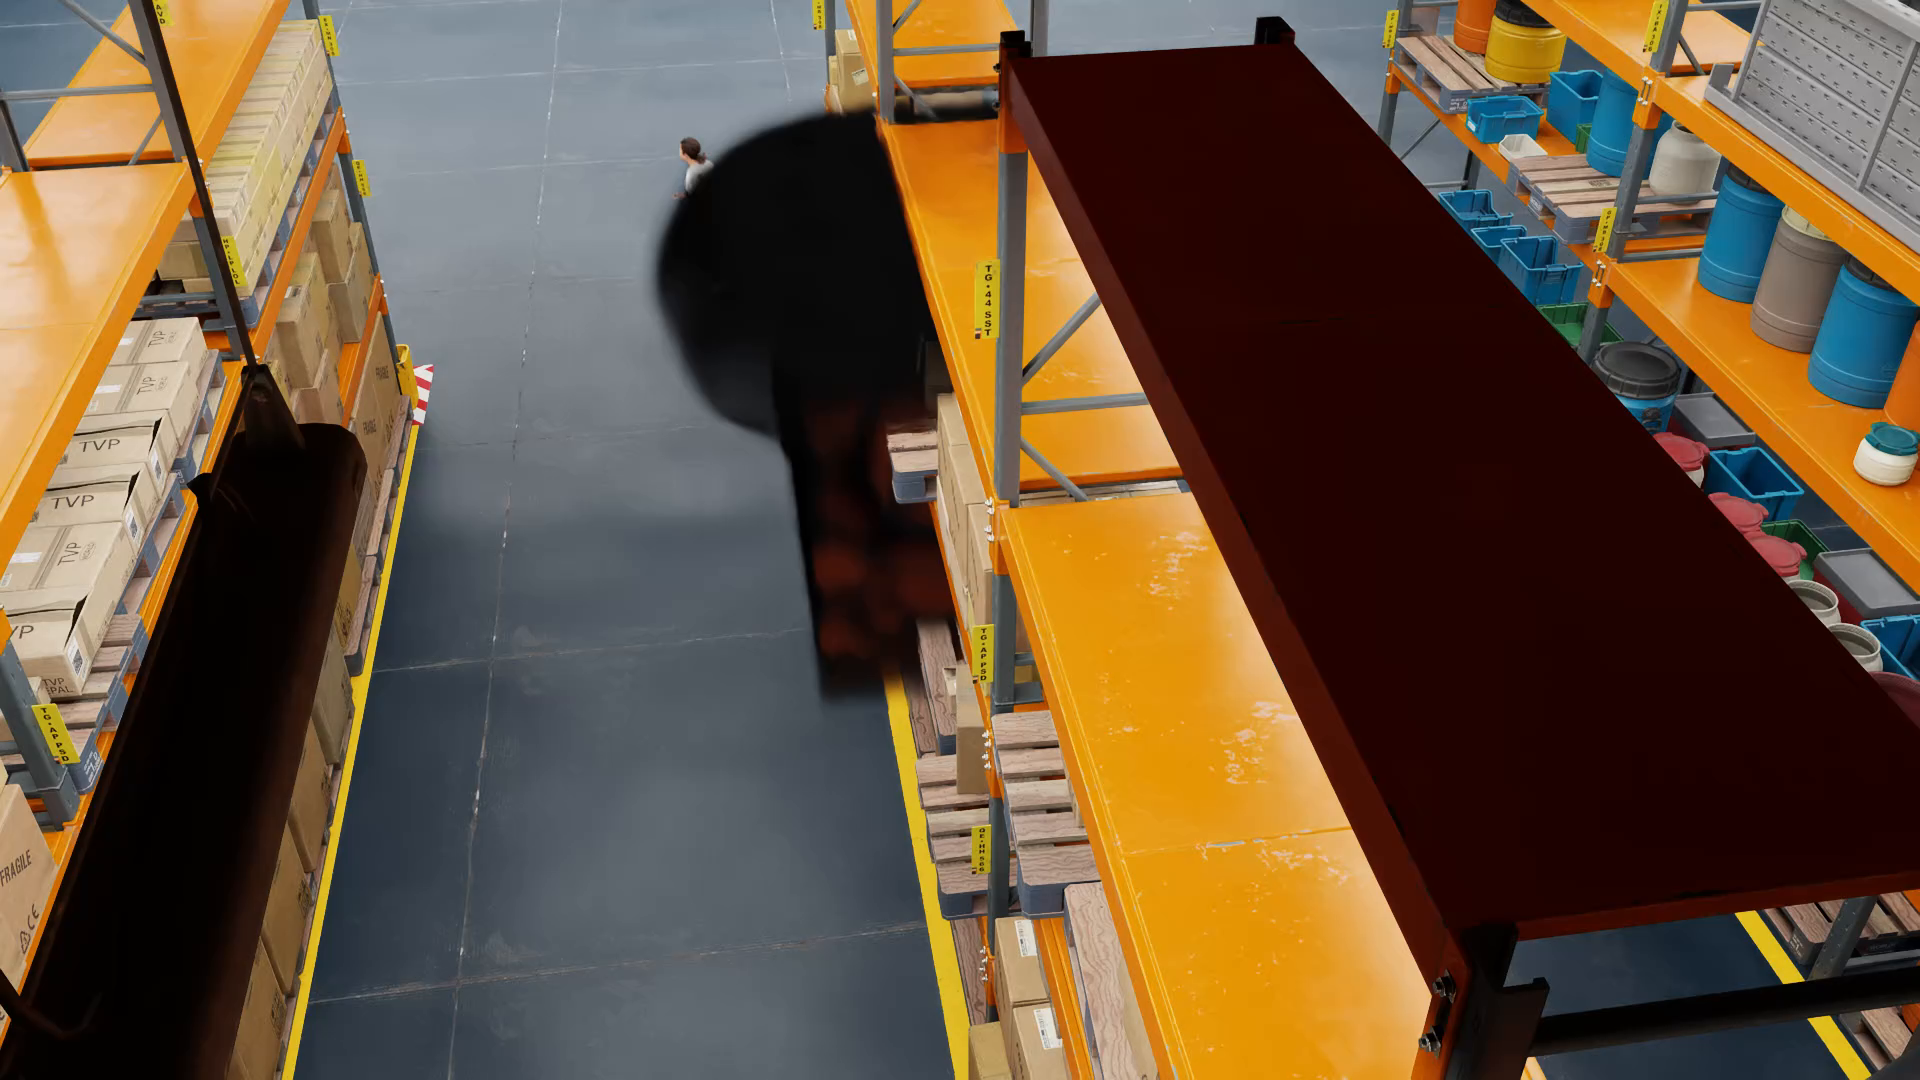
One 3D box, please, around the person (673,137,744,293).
[{"bbox_3d":[-2.532,-3.225,16.543,0.729,1.561,0.546,16,39,21],"label":"person"}]
